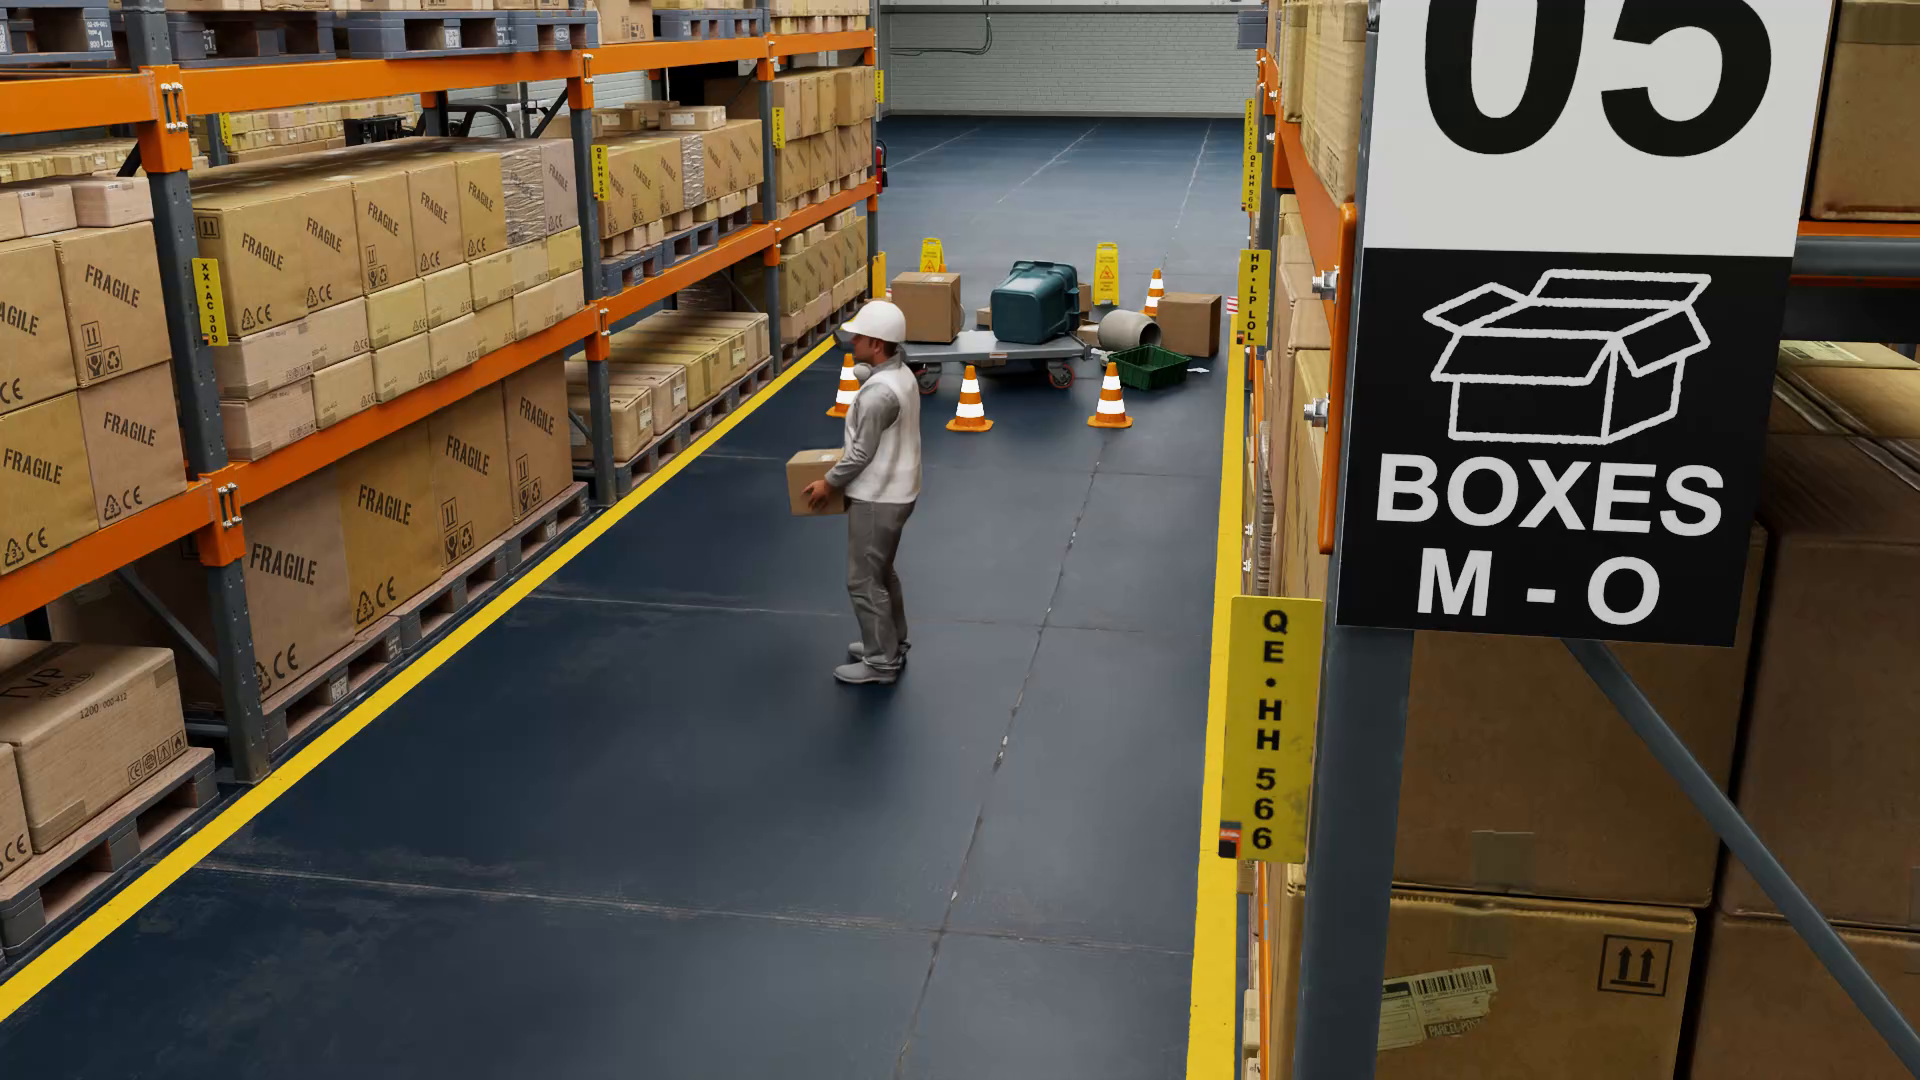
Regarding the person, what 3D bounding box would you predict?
[{"bbox_3d":[-0.440,-0.221,7.691,0.522,1.778,0.525,3,18,8],"label":"person"}]
